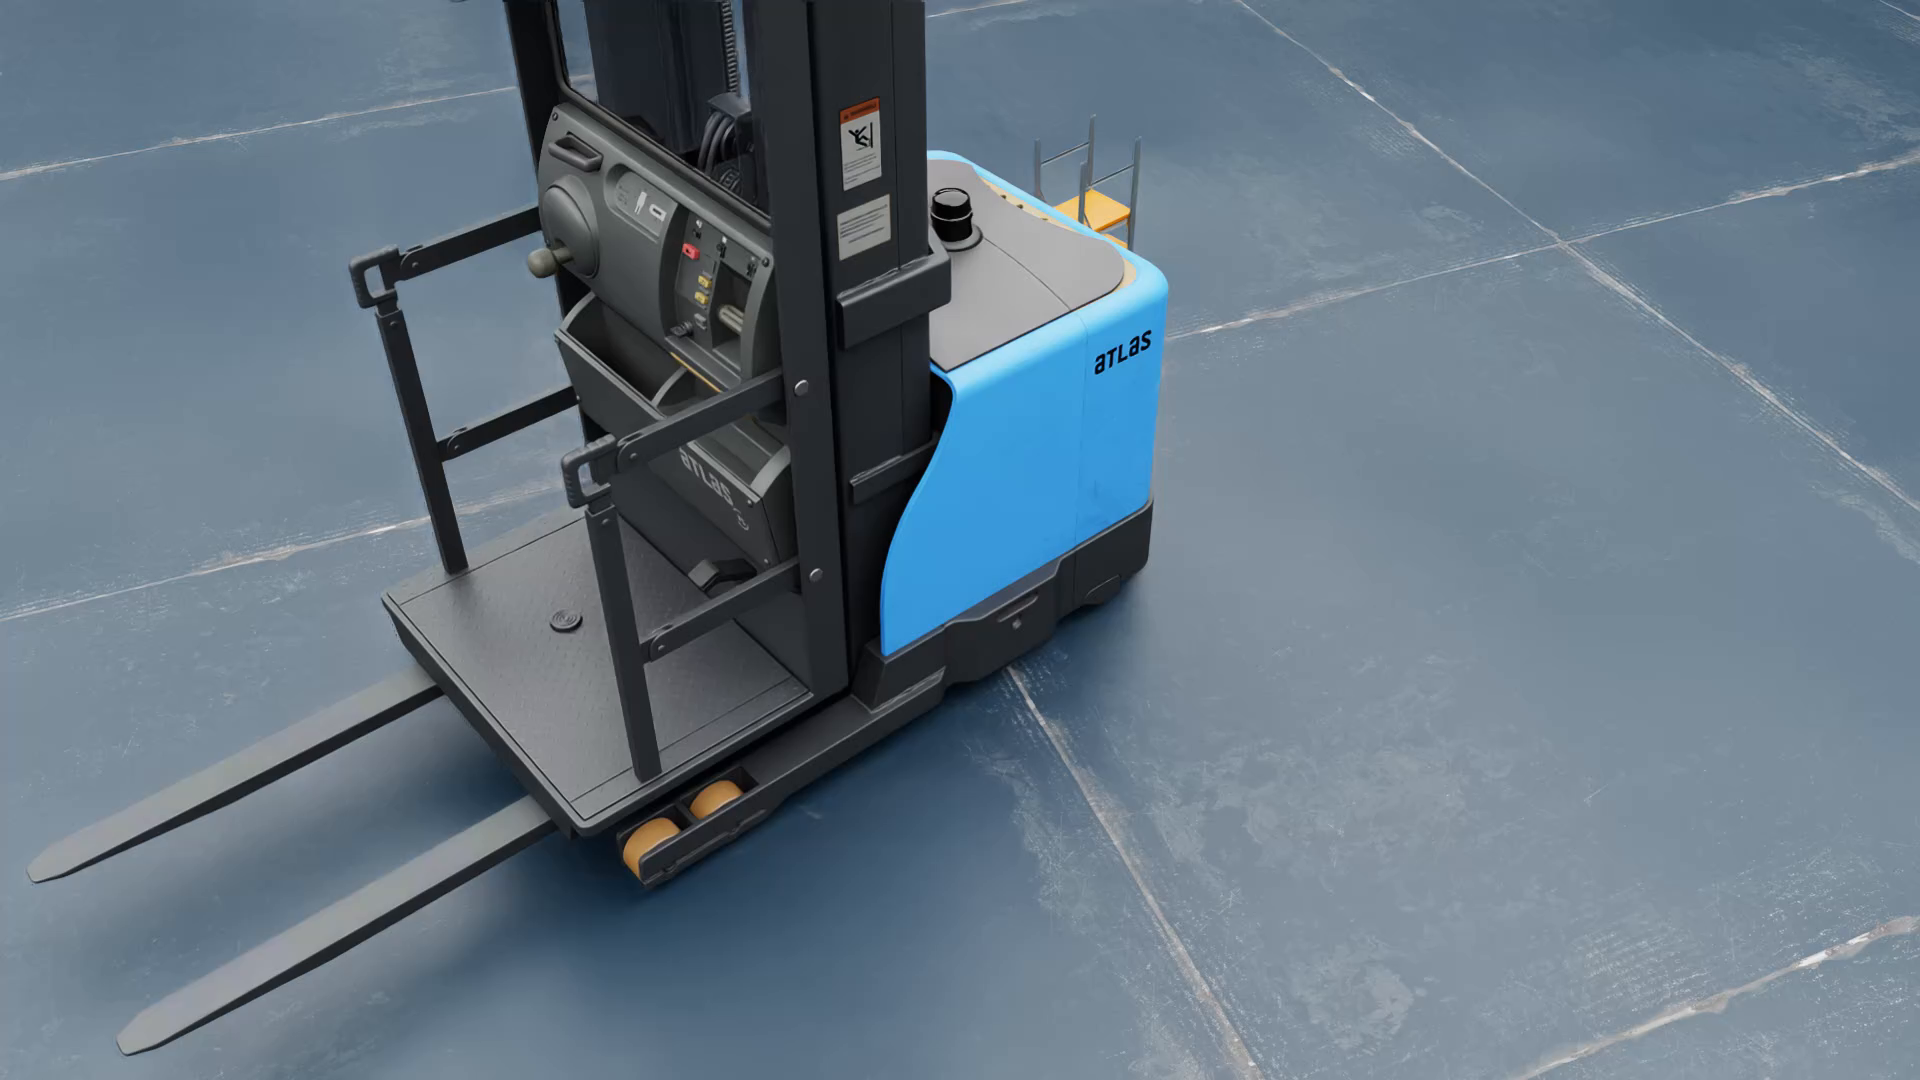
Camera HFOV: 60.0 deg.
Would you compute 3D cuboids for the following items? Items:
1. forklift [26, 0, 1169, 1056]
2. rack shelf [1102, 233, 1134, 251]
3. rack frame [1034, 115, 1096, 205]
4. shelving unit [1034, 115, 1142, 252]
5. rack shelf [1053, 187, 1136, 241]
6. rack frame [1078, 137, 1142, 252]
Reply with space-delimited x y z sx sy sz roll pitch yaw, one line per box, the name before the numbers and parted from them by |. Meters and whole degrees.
forklift | -0.875 -0.627 3.732 3.031 2.935 1.130 -29 48 -29
rack shelf | 0.367 -0.837 5.003 0.258 0.103 0.180 -30 49 -30
rack frame | 0.306 -0.733 5.183 0.240 1.200 0.006 -30 49 -30
shelving unit | 0.367 -0.689 5.131 0.258 1.200 0.189 -30 49 -30
rack shelf | 0.367 -0.928 4.925 0.258 0.103 0.180 -30 49 -30
rack frame | 0.428 -0.644 5.079 0.240 1.200 0.006 -30 49 -30
